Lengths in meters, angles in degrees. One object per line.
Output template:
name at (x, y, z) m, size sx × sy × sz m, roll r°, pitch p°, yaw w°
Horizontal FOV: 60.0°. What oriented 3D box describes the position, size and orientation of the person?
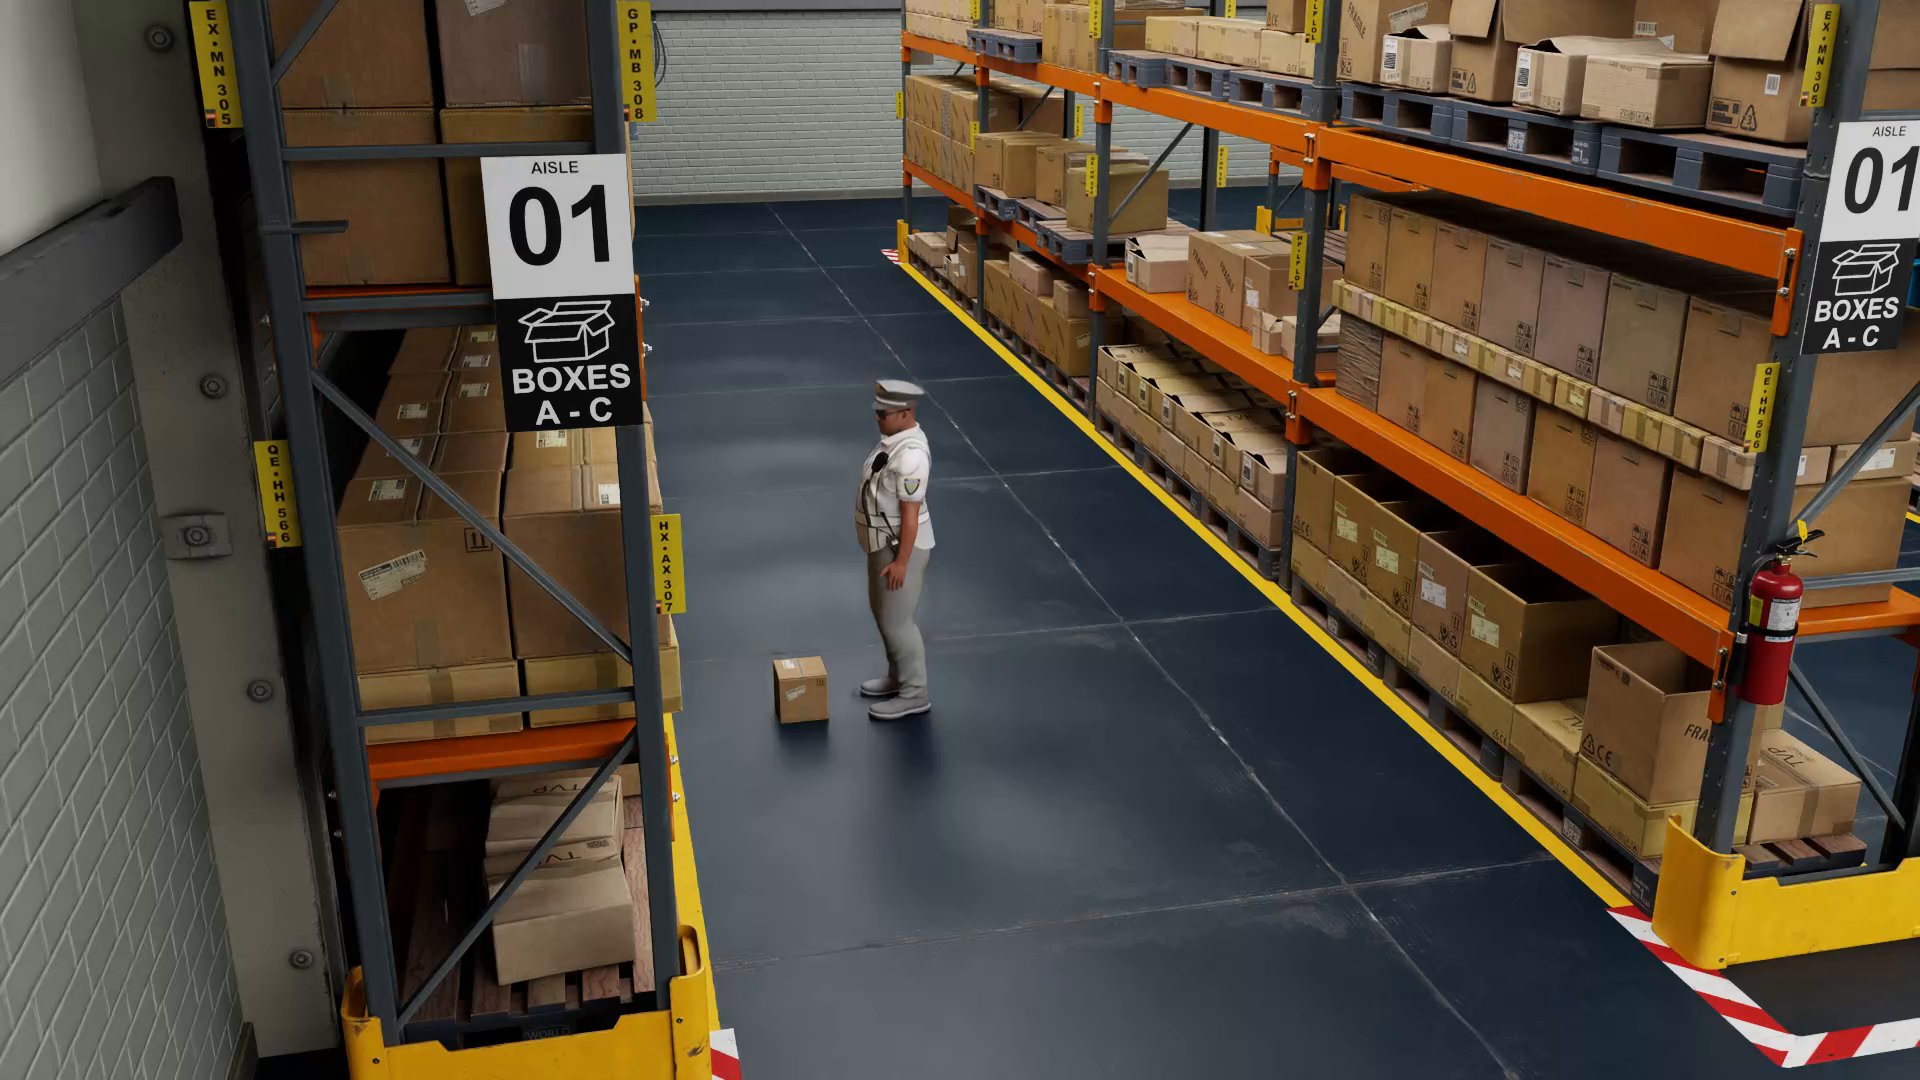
person at (-0.332, 0.038, 8.459) m, size 0.393 × 1.749 × 0.528 m, roll -4°, pitch 20°, yaw -11°
